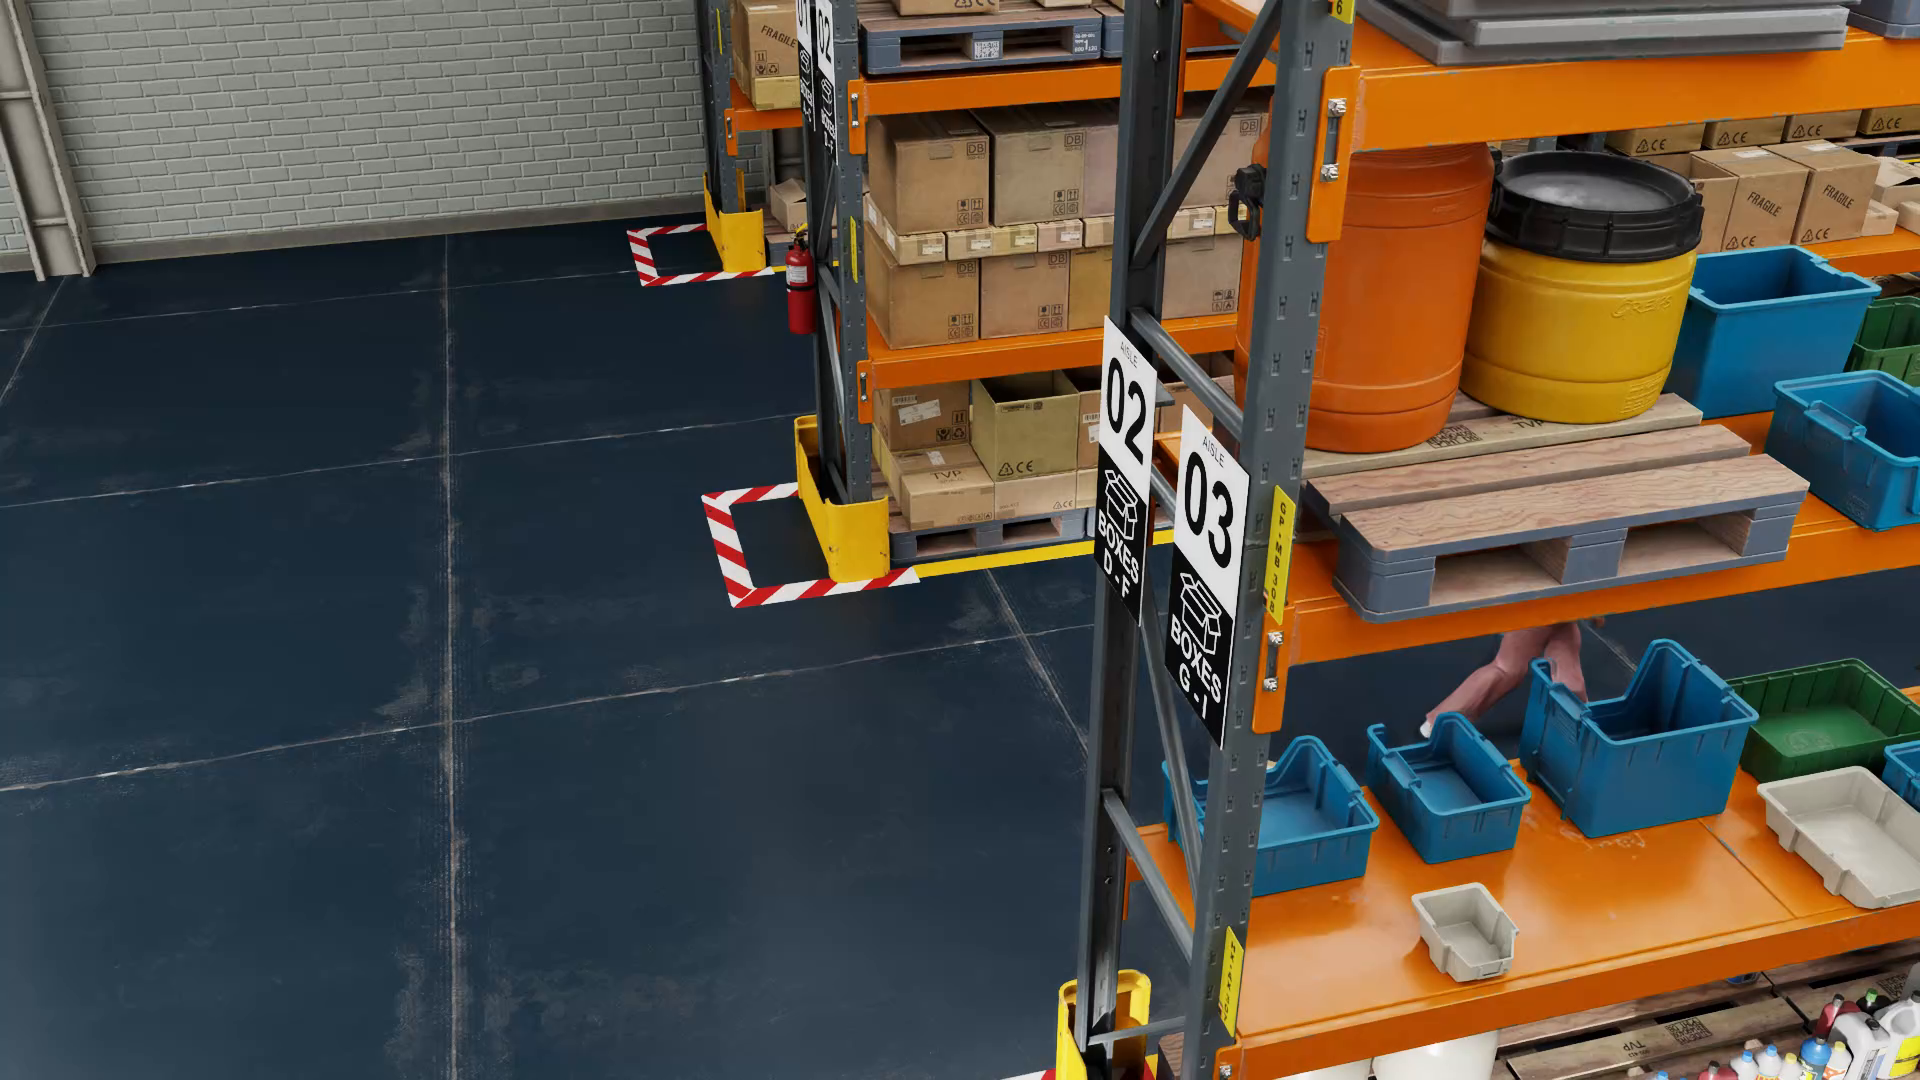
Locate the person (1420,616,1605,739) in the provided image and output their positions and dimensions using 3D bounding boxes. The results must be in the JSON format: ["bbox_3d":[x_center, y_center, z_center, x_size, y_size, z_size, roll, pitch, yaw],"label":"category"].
[{"bbox_3d":[2.731,0.275,7.782,1.034,1.599,0.432,-2,30,-4],"label":"person"}]
